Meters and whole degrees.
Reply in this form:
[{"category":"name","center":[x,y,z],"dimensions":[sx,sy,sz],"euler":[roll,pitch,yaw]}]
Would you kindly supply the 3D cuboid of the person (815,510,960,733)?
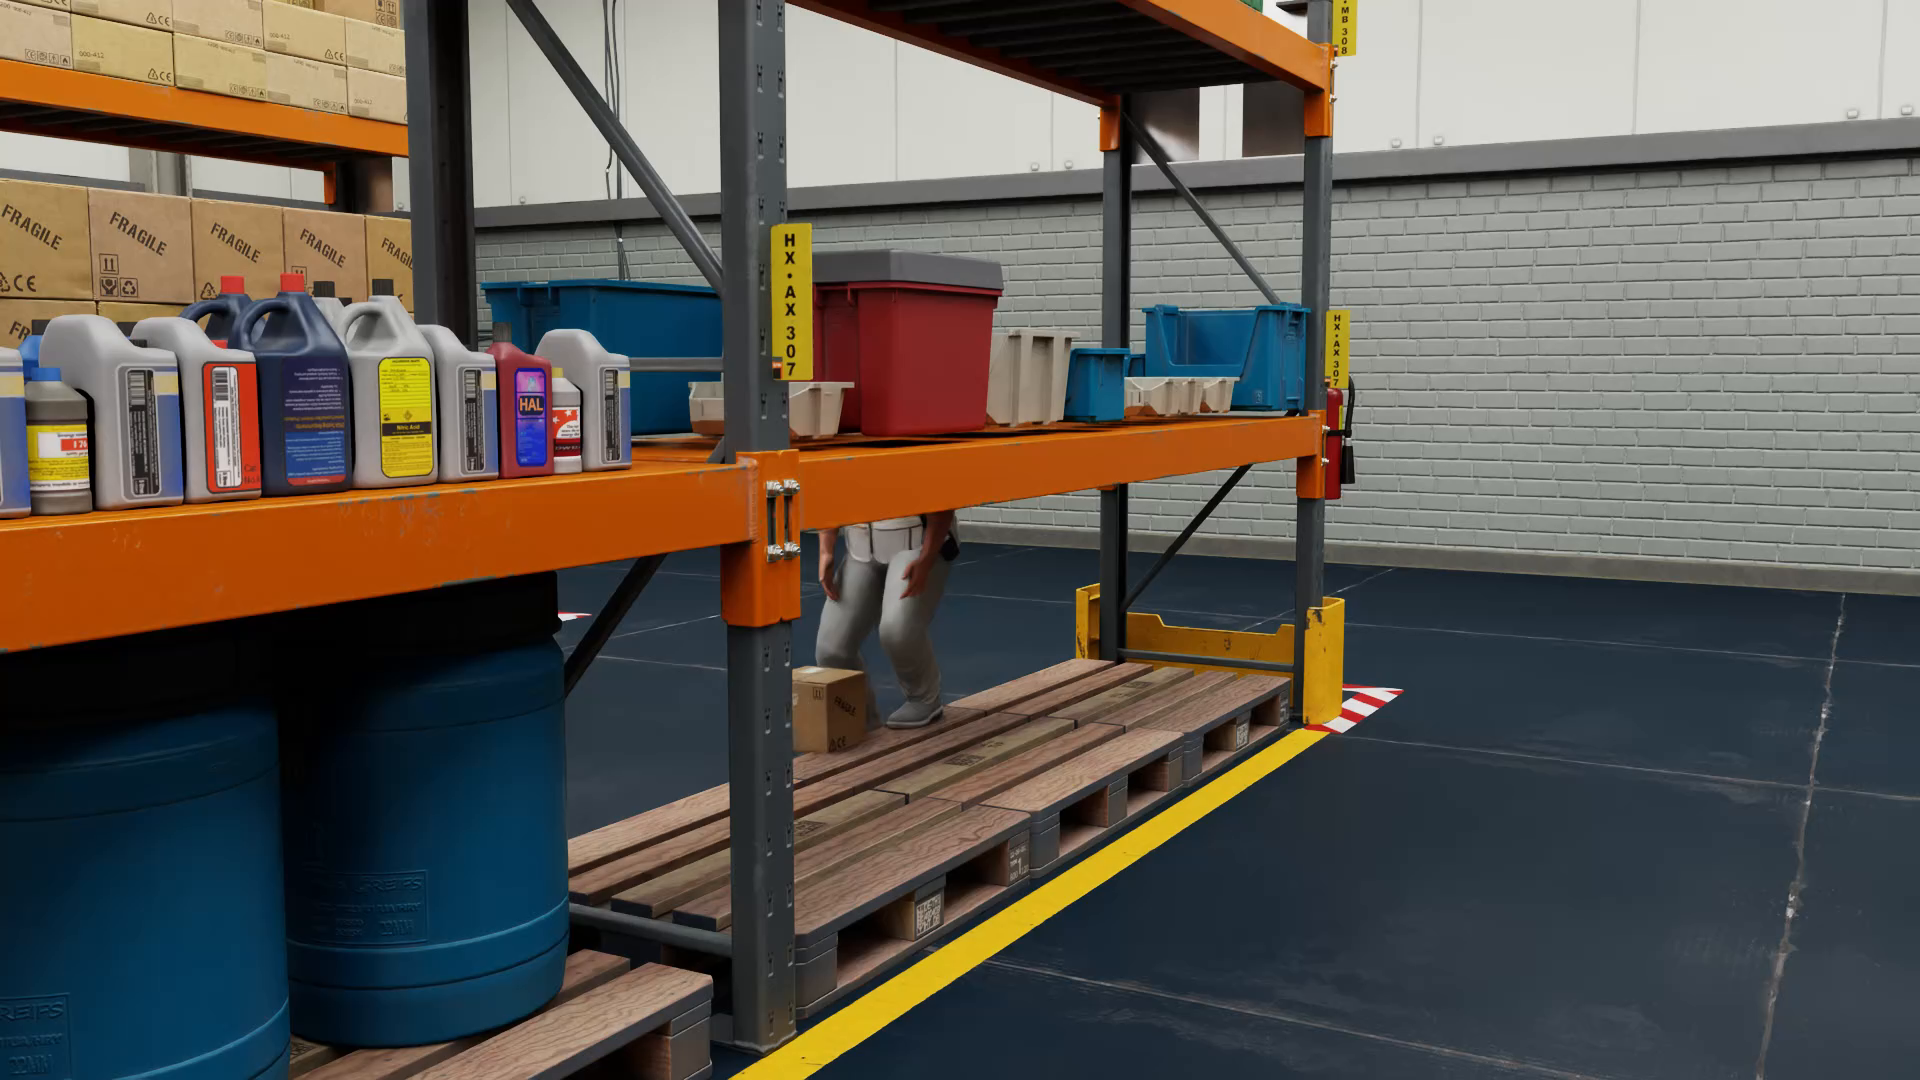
[{"category":"person","center":[-0.256,0.069,6.094],"dimensions":[0.575,1.629,0.618],"euler":[3,7,30]}]
